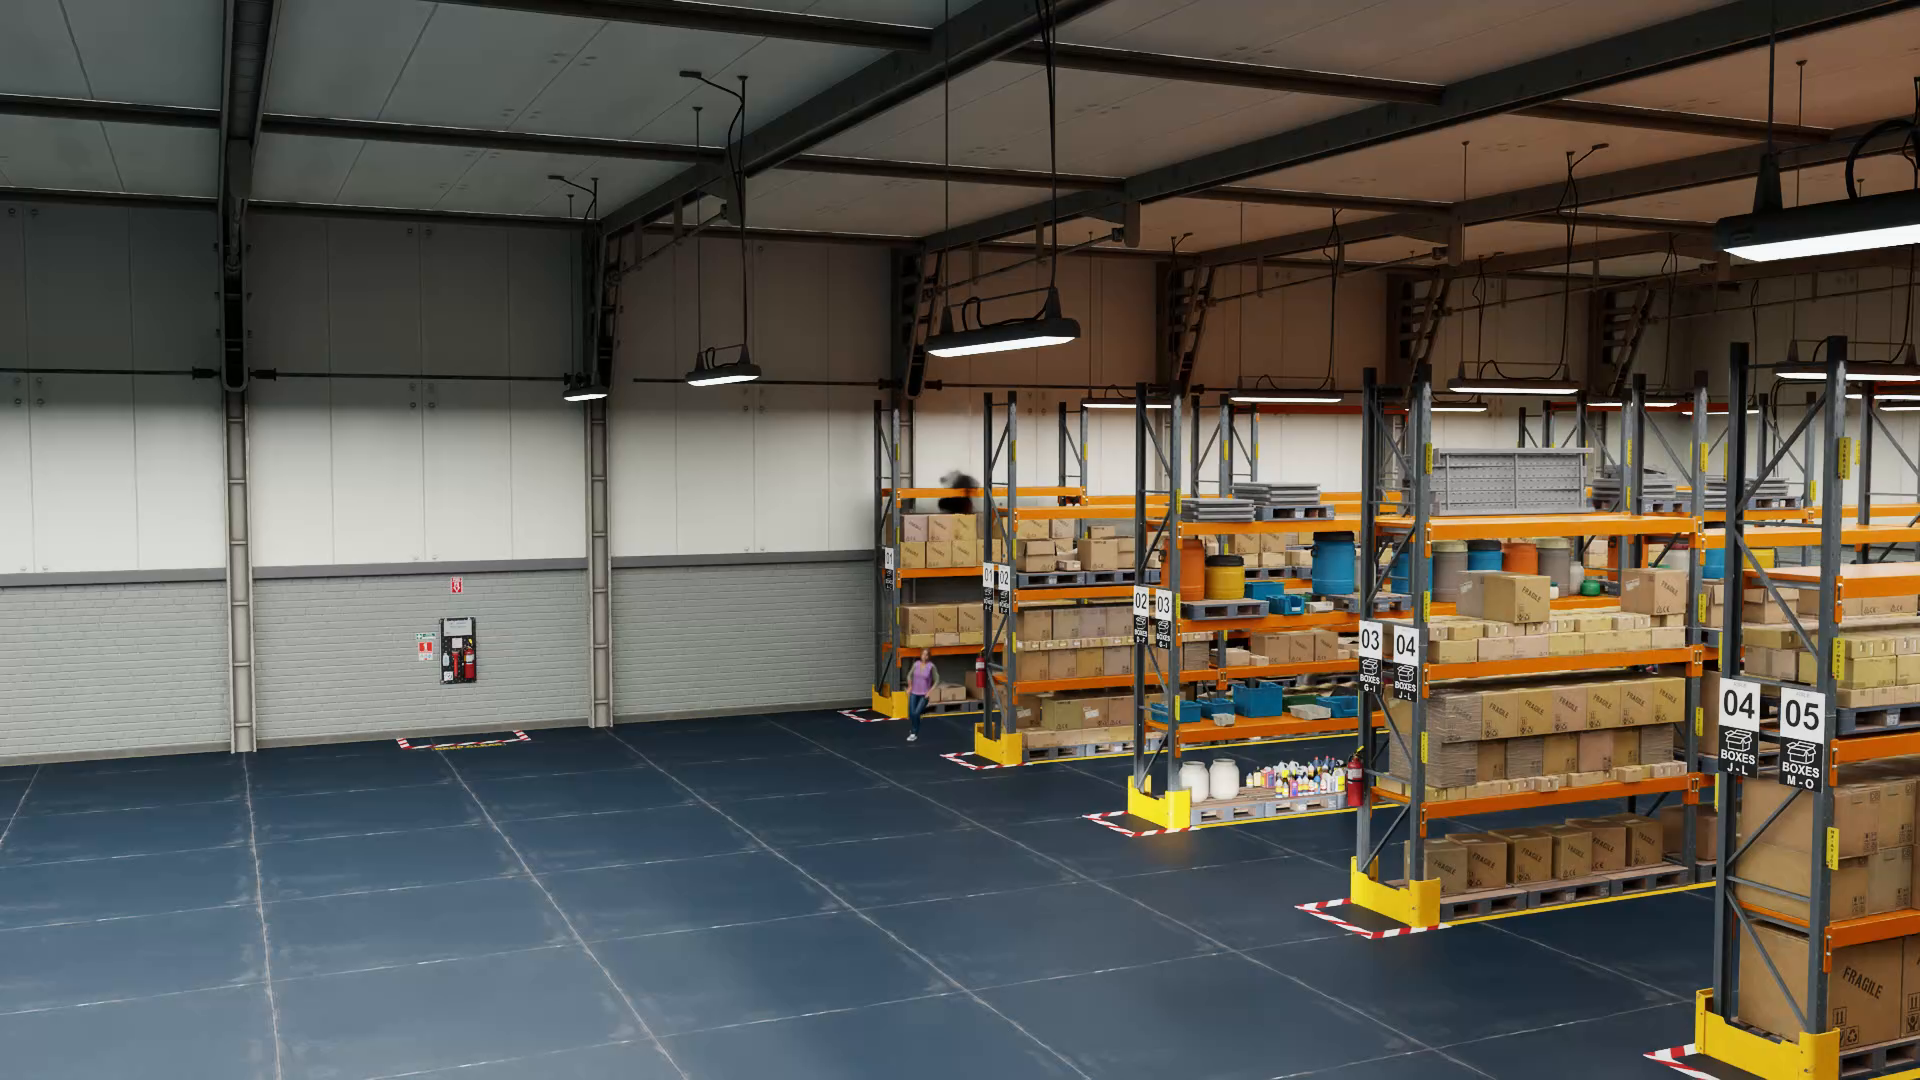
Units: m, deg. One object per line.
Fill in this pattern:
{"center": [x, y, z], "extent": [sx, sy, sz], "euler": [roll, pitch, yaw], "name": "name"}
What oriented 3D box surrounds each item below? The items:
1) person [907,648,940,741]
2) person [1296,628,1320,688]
{"center": [-0.606, 2.527, 27.270], "extent": [0.566, 1.530, 0.486], "euler": [1, 3, 12], "name": "person"}
{"center": [6.764, 2.505, 32.018], "extent": [0.575, 1.631, 0.614], "euler": [-2, 4, -31], "name": "person"}
